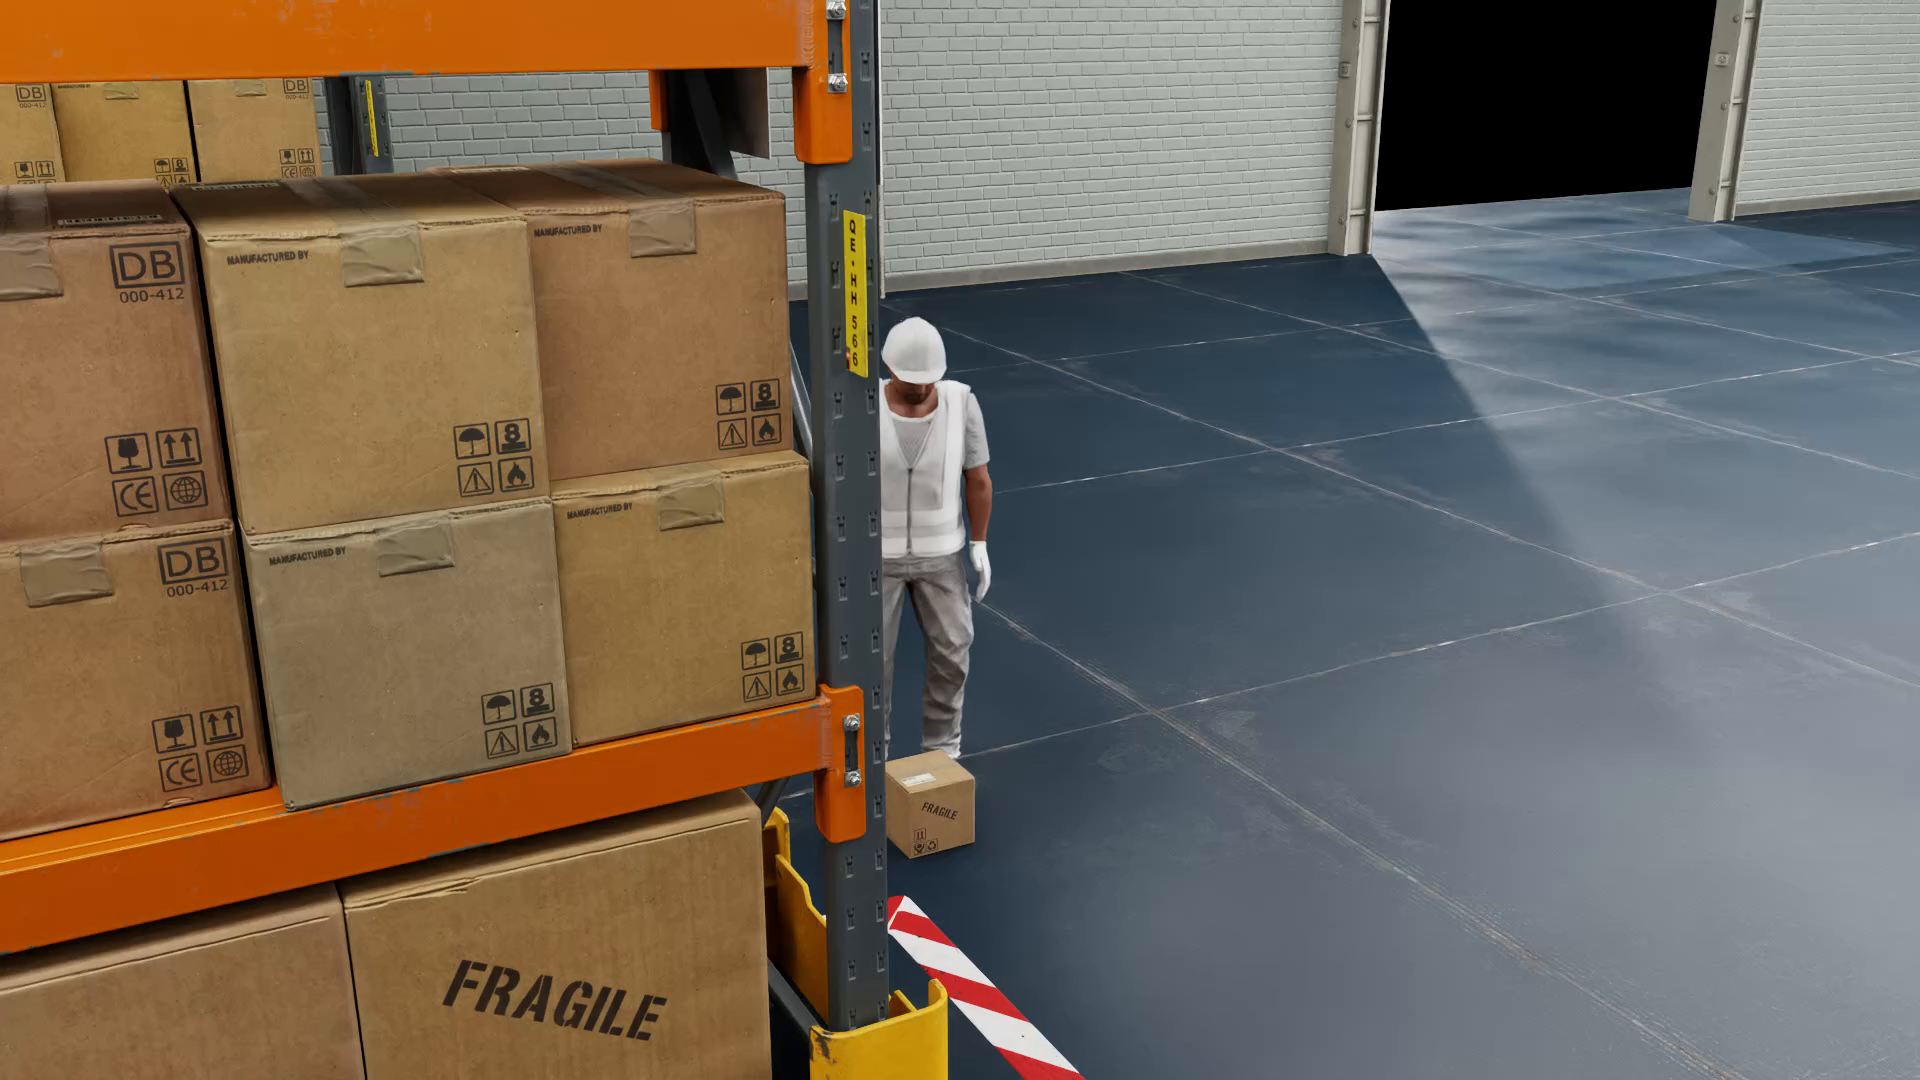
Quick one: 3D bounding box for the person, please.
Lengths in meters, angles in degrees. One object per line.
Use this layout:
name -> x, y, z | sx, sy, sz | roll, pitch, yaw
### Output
person -> -0.165, 0.062, 5.897 | 0.566, 1.748, 0.427 | -3, 18, -8
